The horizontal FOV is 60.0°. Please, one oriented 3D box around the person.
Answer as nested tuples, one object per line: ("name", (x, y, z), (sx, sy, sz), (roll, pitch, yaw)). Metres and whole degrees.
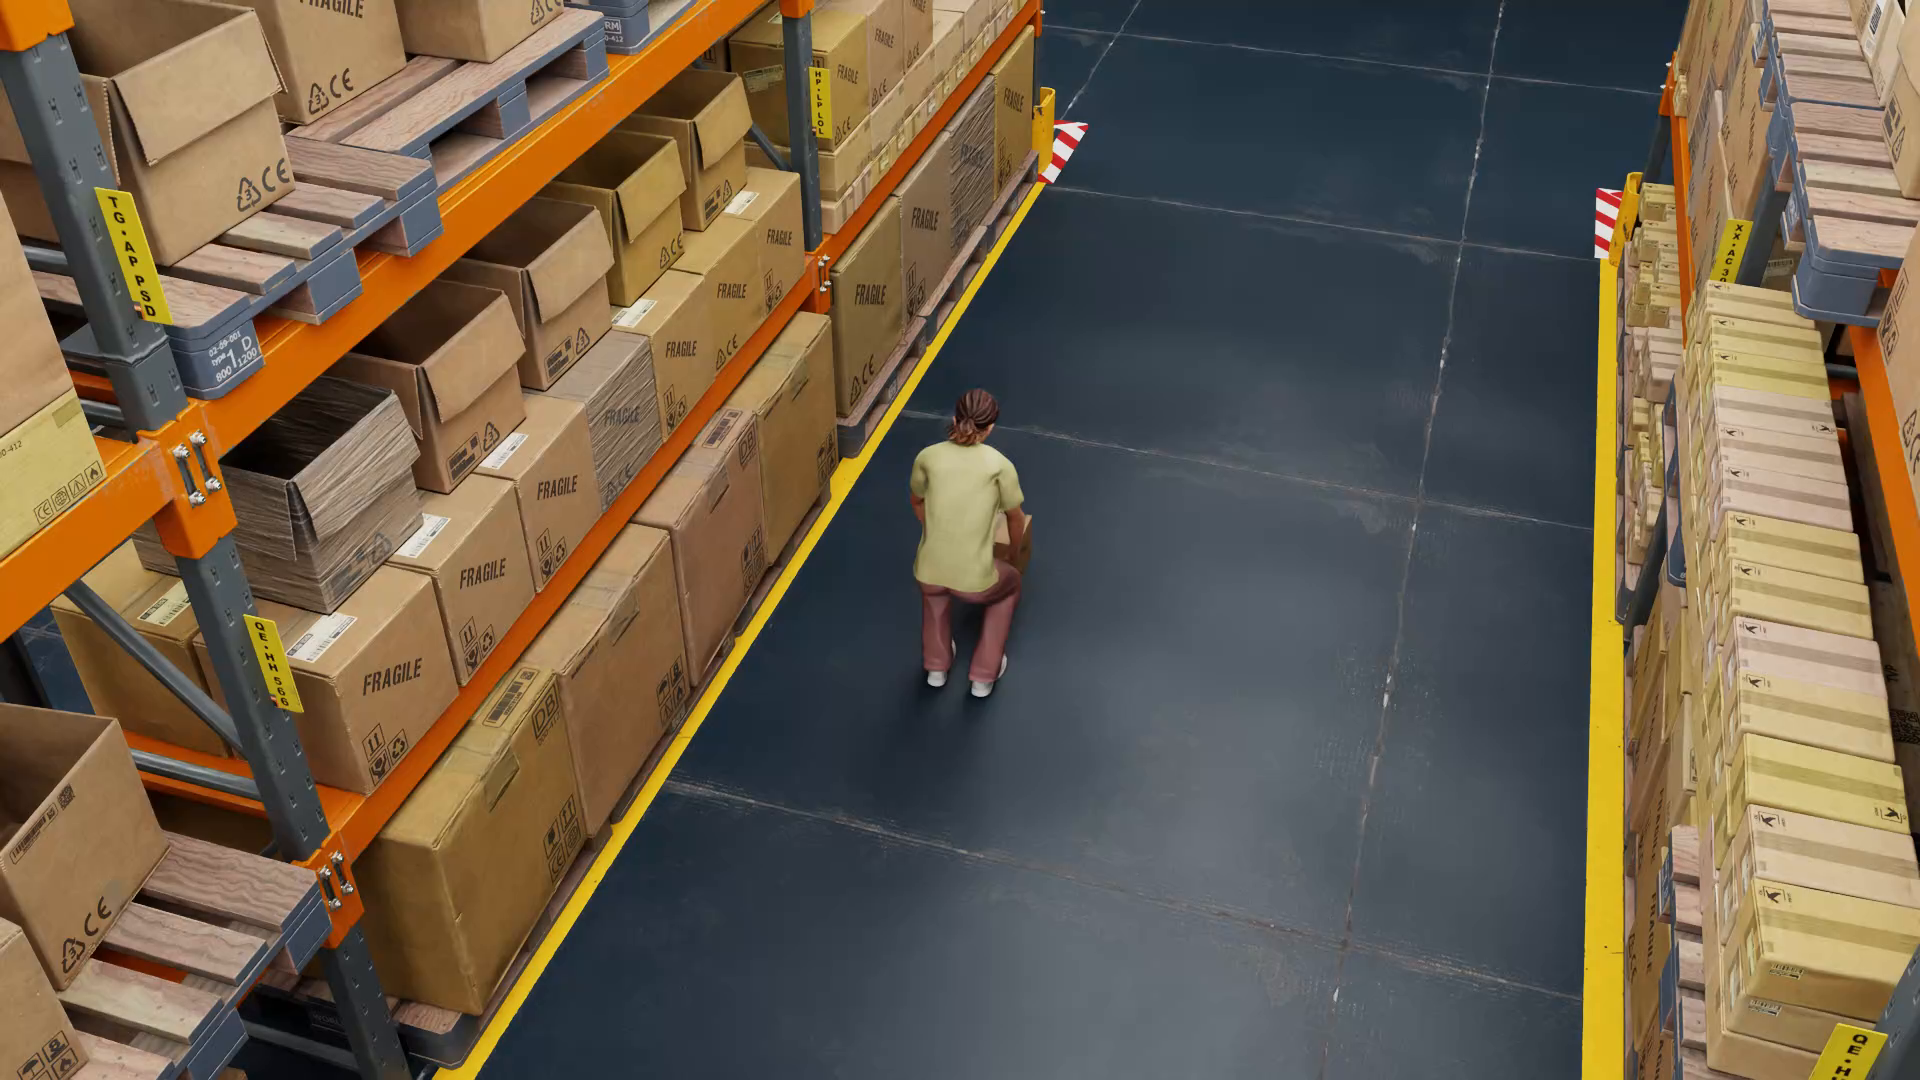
("person", (0.004, 0.035, 7.155), (0.512, 1.307, 0.680), (11, 38, 14))
